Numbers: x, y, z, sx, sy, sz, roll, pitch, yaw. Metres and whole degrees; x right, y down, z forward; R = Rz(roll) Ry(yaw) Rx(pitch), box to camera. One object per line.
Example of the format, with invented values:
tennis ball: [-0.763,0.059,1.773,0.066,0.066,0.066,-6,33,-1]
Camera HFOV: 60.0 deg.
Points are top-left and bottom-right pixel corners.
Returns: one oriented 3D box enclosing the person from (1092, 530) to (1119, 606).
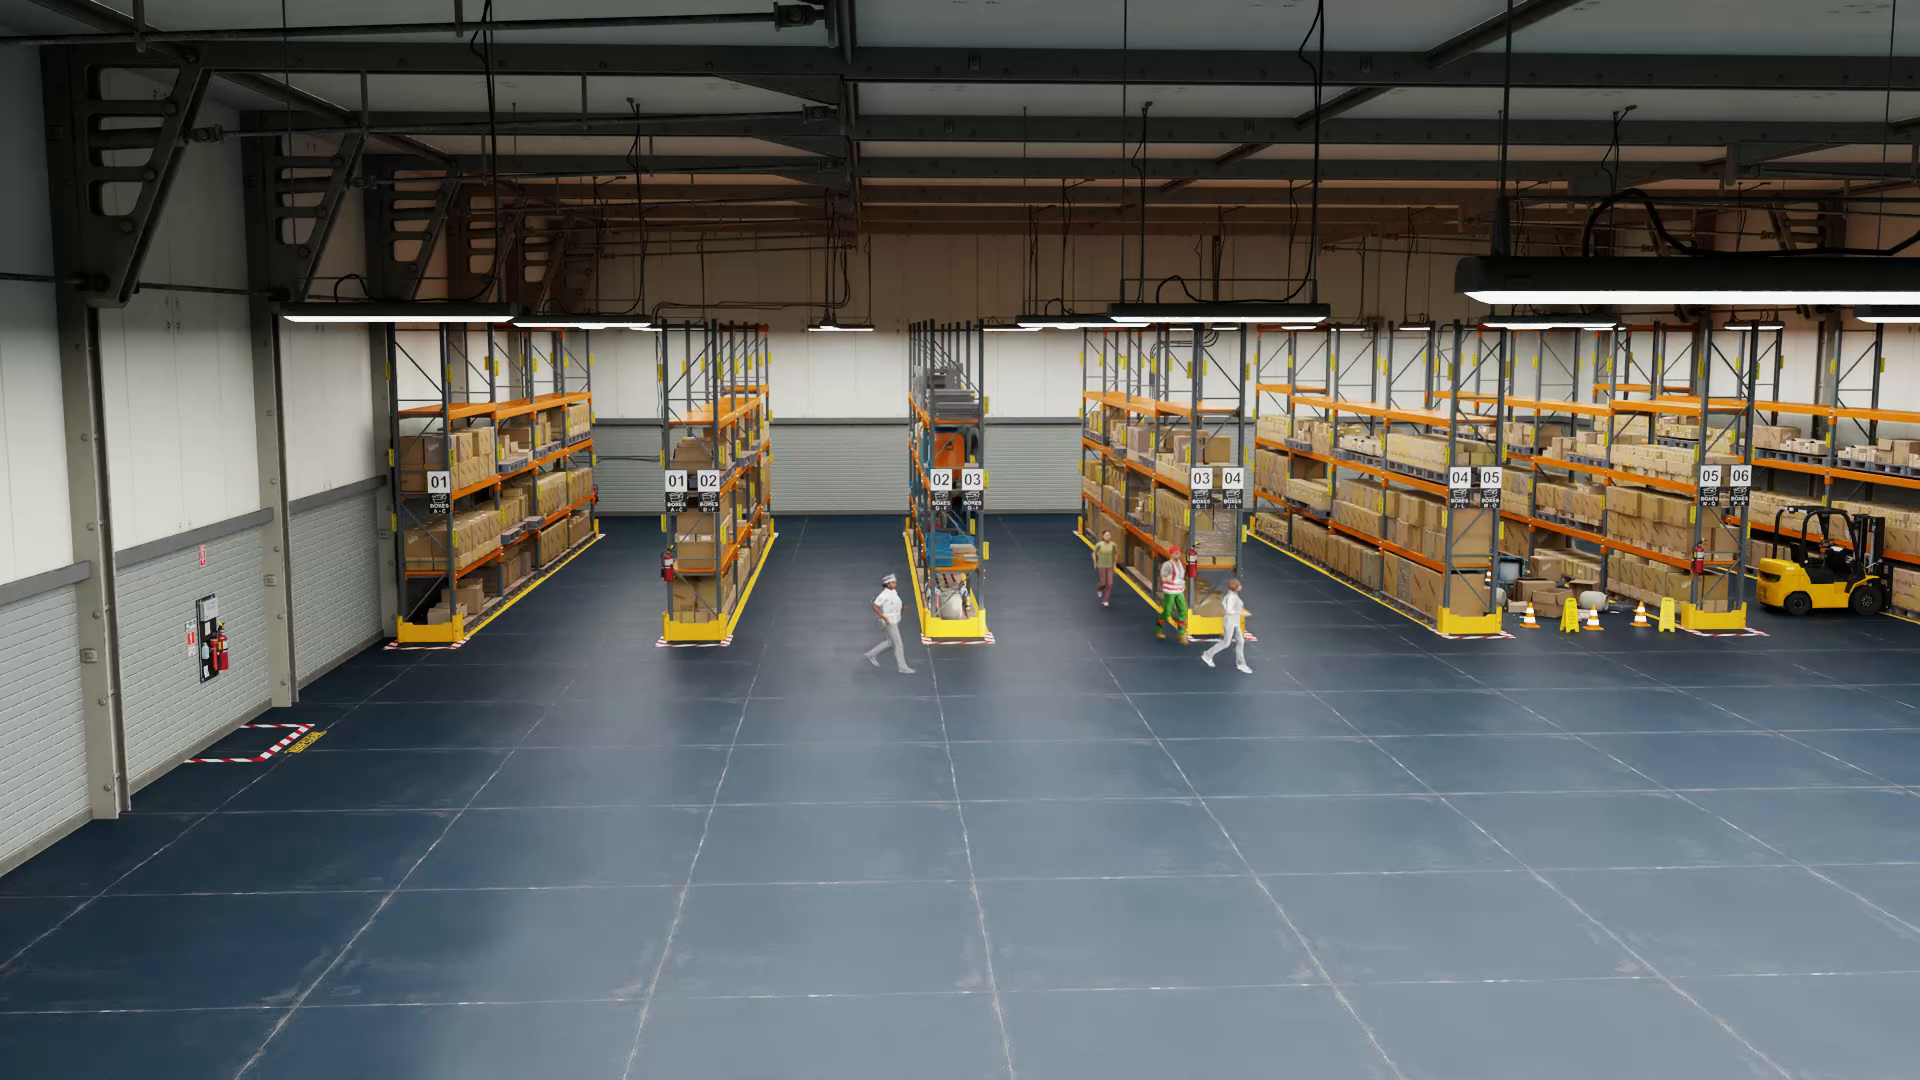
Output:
person: [3.092,0.584,35.303,0.571,1.598,0.584,-1,7,-4]

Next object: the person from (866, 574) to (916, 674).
person: [-1.173,1.399,28.146,0.904,1.676,0.581,2,7,18]

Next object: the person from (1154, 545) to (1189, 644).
person: [3.965,1.017,31.008,0.682,1.855,0.788,-5,9,-37]

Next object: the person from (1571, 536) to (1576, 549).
person: [15.597,-0.350,42.216,0.708,1.746,0.714,0,7,-2]

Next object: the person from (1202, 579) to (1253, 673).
person: [4.557,1.447,28.267,0.855,1.605,0.516,3,8,20]
